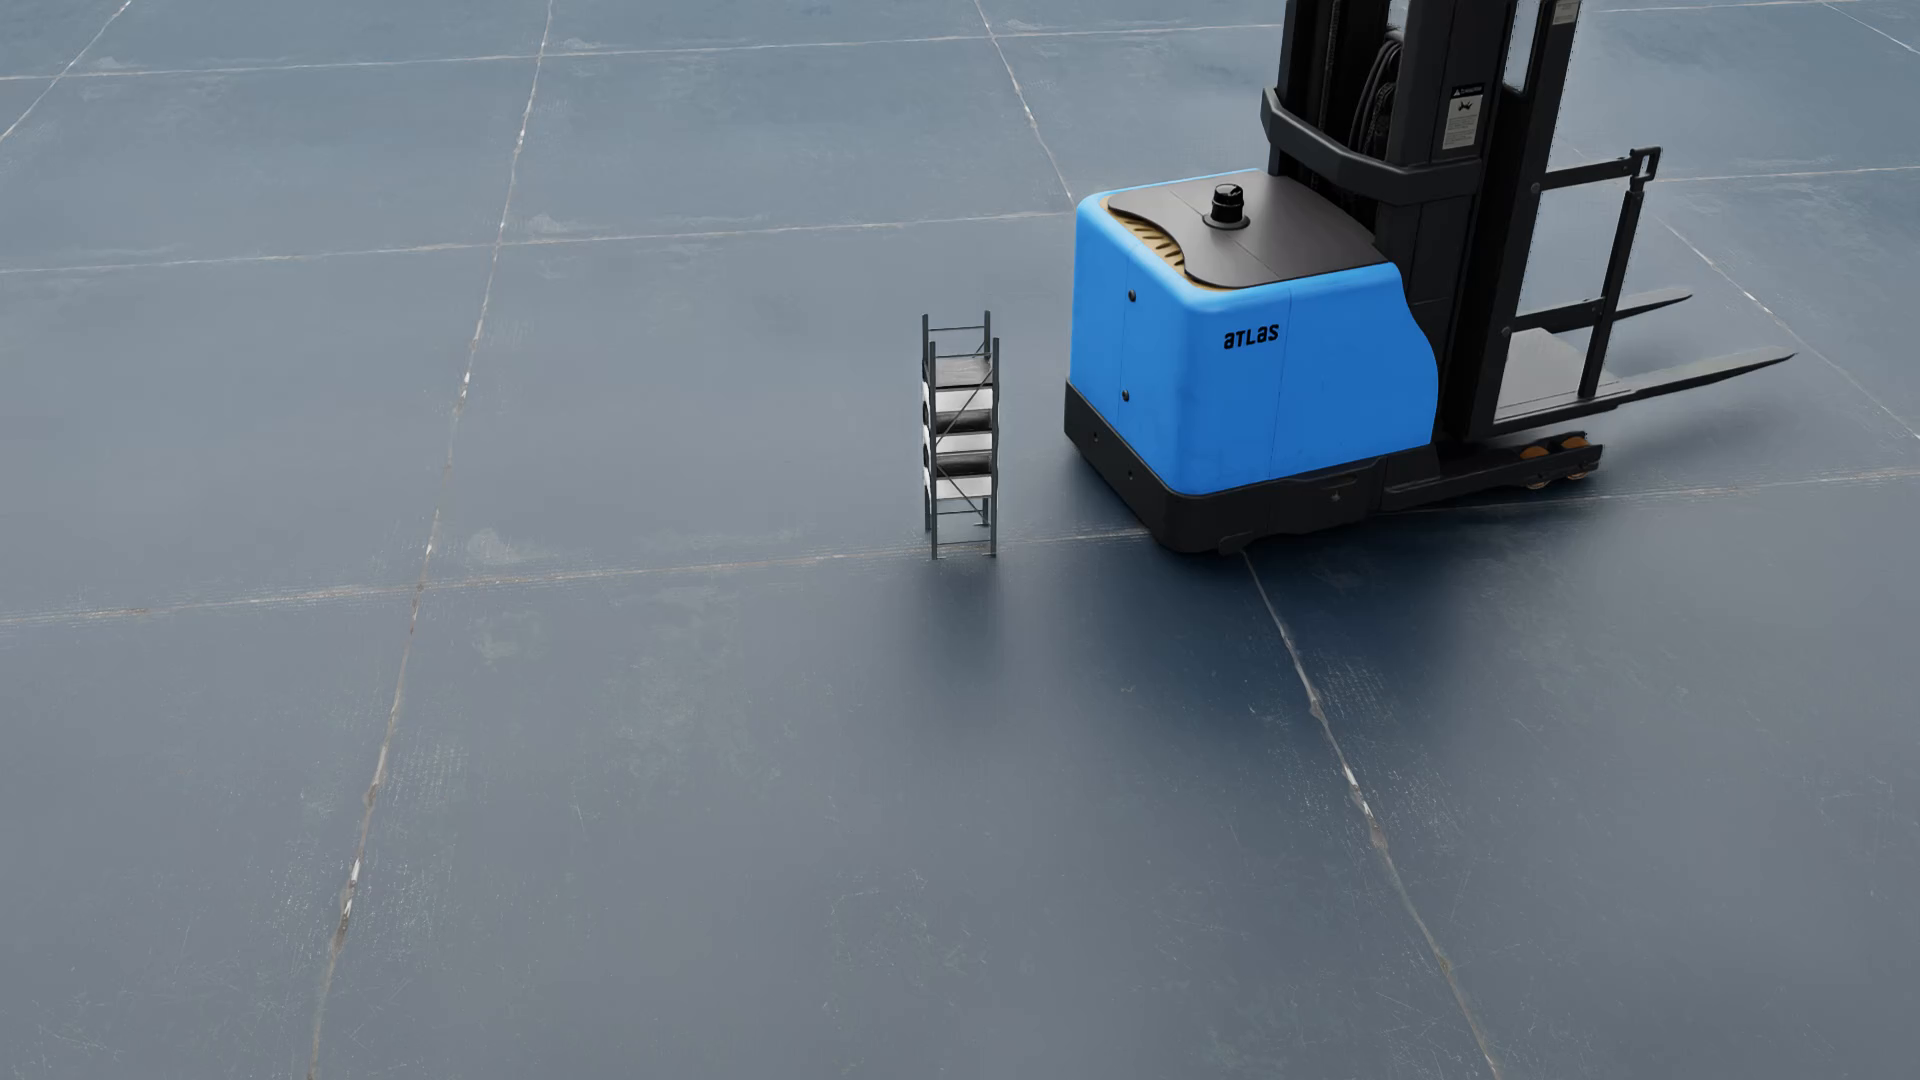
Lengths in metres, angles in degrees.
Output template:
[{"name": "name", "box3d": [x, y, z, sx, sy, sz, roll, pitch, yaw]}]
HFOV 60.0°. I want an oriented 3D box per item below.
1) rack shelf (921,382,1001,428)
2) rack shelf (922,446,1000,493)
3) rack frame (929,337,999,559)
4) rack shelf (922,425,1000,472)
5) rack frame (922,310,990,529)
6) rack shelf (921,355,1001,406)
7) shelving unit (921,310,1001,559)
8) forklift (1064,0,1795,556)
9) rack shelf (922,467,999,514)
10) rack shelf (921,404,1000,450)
[{"name": "rack shelf", "box3d": [0.001, -0.489, 5.907, 0.258, 0.077, 0.200, -4, 35, -6]}, {"name": "rack shelf", "box3d": [0.001, -0.265, 6.059, 0.258, 0.077, 0.200, -4, 35, -6]}, {"name": "rack frame", "box3d": [0.015, -0.311, 5.907, 0.240, 0.900, 0.006, -4, 35, -6]}, {"name": "rack shelf", "box3d": [0.001, -0.340, 6.009, 0.258, 0.077, 0.200, -4, 35, -6]}, {"name": "rack frame", "box3d": [-0.013, -0.424, 6.073, 0.240, 0.900, 0.006, -4, 35, -6]}, {"name": "rack shelf", "box3d": [0.001, -0.563, 5.857, 0.258, 0.077, 0.200, -4, 35, -6]}, {"name": "shelving unit", "box3d": [0.001, -0.367, 5.990, 0.258, 0.900, 0.210, -4, 35, -6]}, {"name": "forklift", "box3d": [1.993, -1.674, 6.104, 3.031, 2.935, 1.130, -13, 36, -18]}, {"name": "rack shelf", "box3d": [0.001, -0.191, 6.110, 0.258, 0.077, 0.200, -4, 35, -6]}, {"name": "rack shelf", "box3d": [0.001, -0.414, 5.958, 0.258, 0.077, 0.200, -4, 35, -6]}]
